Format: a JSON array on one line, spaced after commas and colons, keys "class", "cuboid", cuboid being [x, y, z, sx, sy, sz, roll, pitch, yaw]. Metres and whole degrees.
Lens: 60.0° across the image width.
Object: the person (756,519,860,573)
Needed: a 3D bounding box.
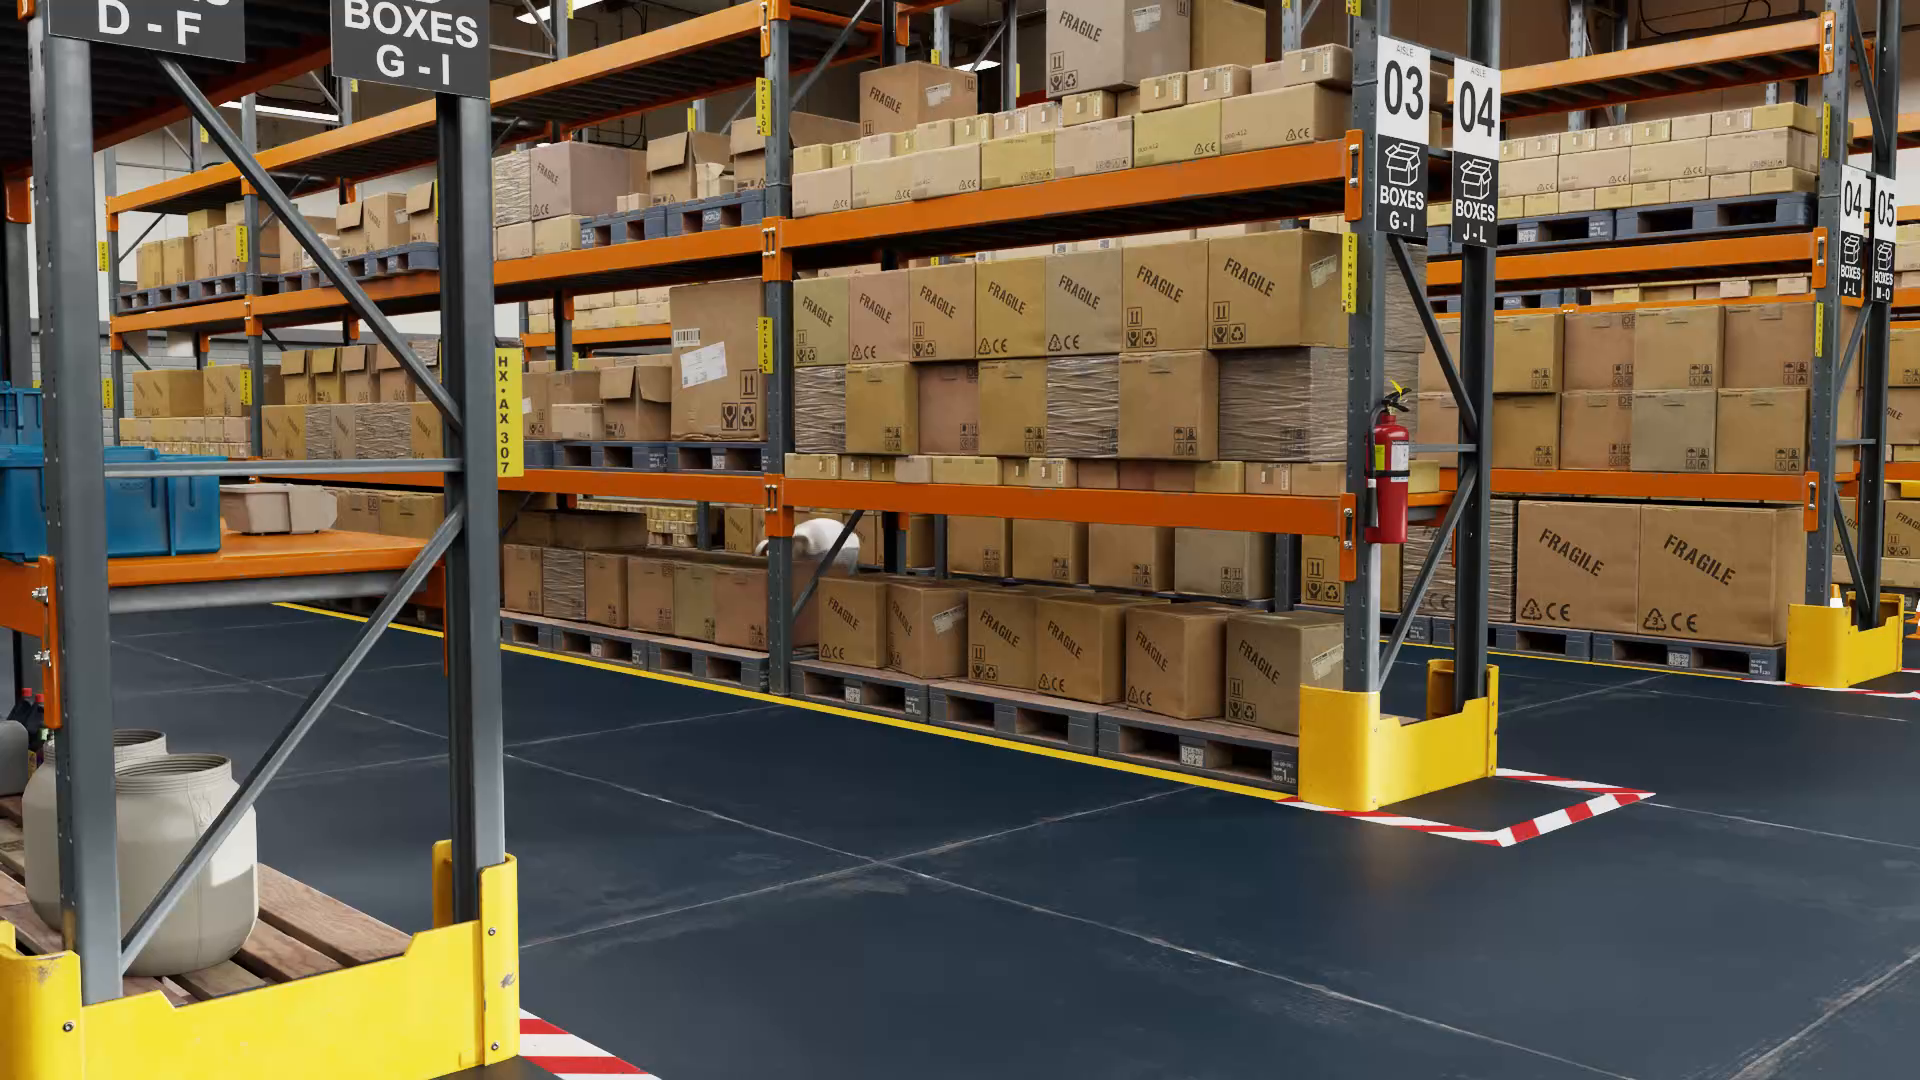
[{"class": "person", "cuboid": [-1.213, 0.289, 12.748, 1.001, 0.916, 0.520, 4, 5, 43]}]
